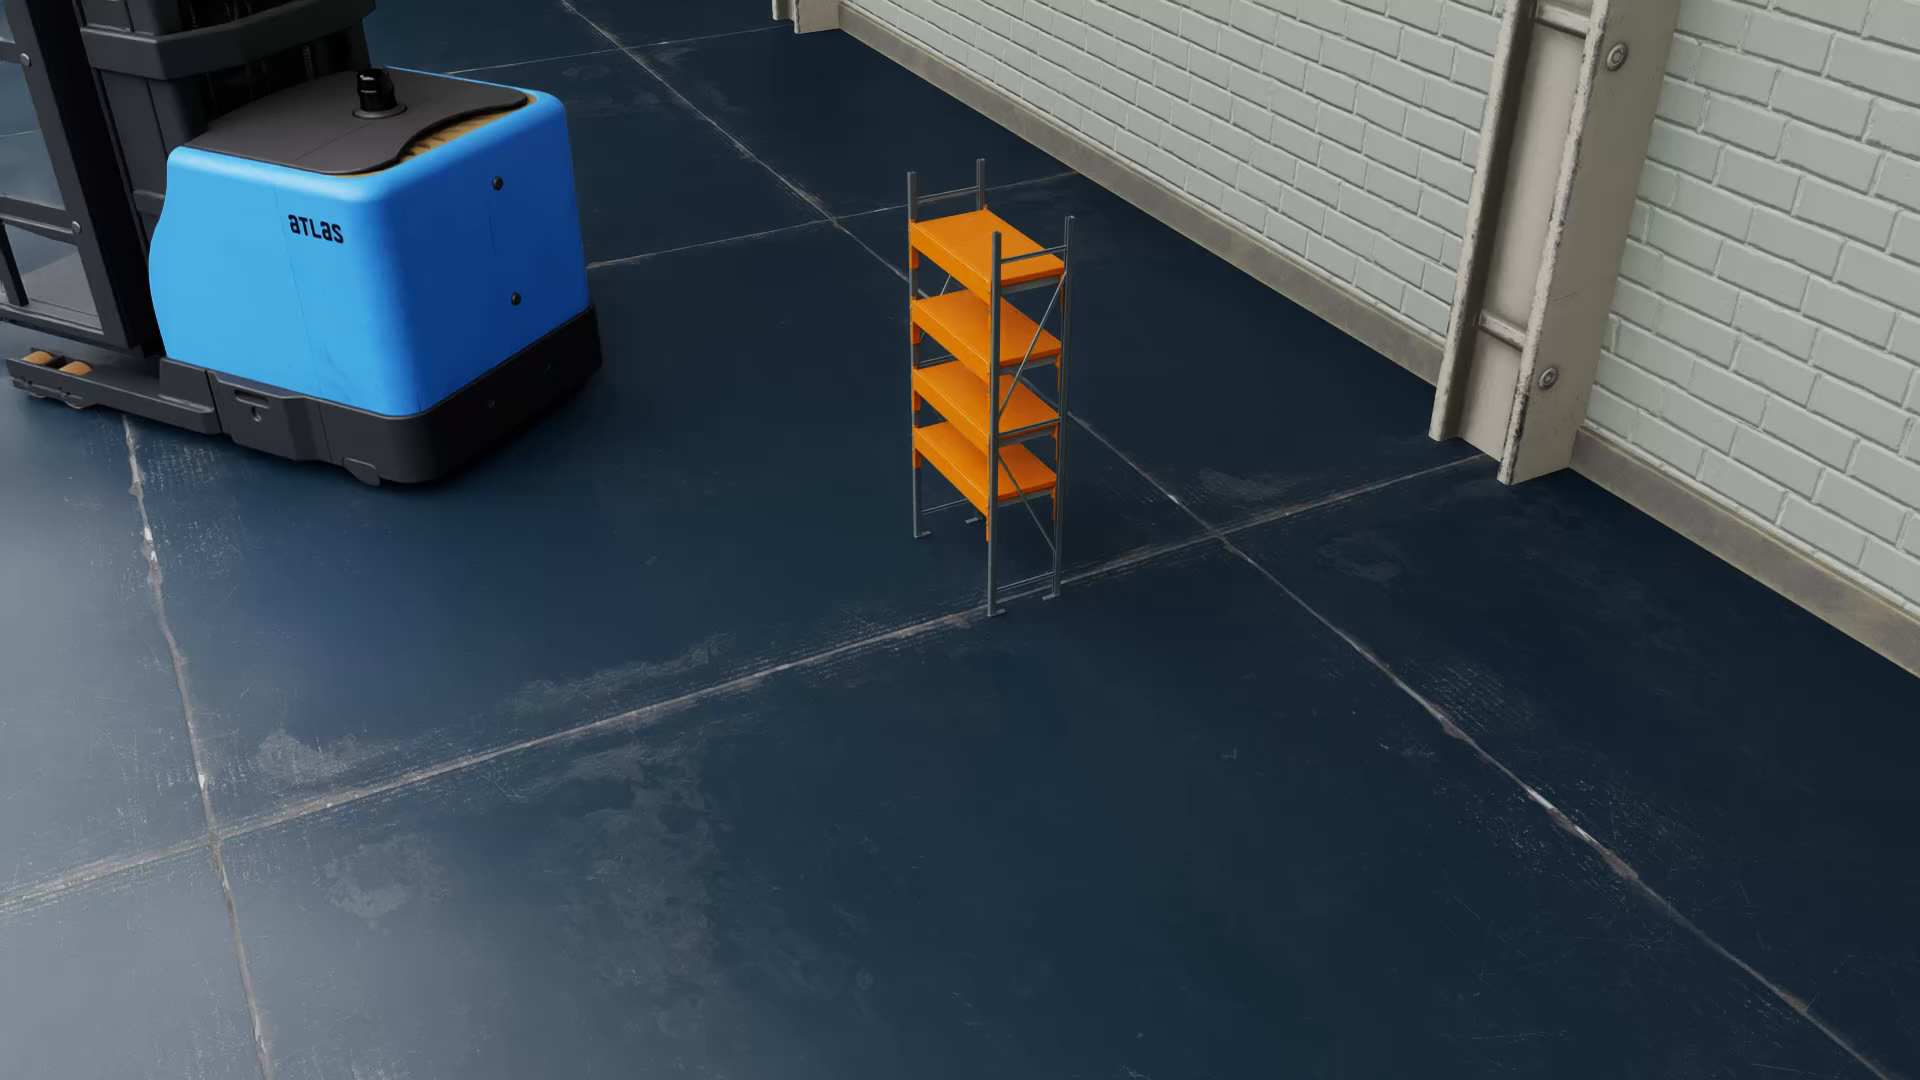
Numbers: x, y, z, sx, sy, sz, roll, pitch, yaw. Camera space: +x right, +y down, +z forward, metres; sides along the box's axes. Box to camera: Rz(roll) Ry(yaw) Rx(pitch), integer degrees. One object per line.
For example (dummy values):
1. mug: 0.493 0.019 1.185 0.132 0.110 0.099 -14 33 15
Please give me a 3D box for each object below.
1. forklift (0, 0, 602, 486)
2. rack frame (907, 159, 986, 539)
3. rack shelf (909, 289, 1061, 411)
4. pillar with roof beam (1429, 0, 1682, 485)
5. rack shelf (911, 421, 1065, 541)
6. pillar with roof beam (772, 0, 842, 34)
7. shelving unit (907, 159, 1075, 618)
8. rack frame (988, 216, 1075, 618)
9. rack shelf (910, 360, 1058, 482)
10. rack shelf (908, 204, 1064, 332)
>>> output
1. forklift: -2.876 -1.945 5.569 3.031 2.935 1.130 14 35 21
2. rack frame: -0.037 -0.543 4.985 0.240 1.200 0.015 -16 36 -23
3. rack shelf: 0.077 -0.558 4.719 0.258 0.148 0.480 -16 36 -23
4. pillar with roof beam: -1.942 -3.020 1.622 9.100 9.000 0.400 -16 36 -23
5. rack shelf: 0.077 -0.202 4.946 0.258 0.148 0.480 -16 36 -23
6. pillar with roof beam: -4.740 -5.883 6.091 9.100 9.000 0.400 -16 36 -23
7. shelving unit: 0.077 -0.426 4.803 0.258 1.200 0.503 -16 36 -23
8. rack frame: 0.191 -0.310 4.621 0.240 1.200 0.015 -16 36 -23
9. rack shelf: 0.077 -0.370 4.839 0.258 0.148 0.480 -16 36 -23
10. rack shelf: 0.077 -0.757 4.591 0.258 0.148 0.480 -16 36 -23
